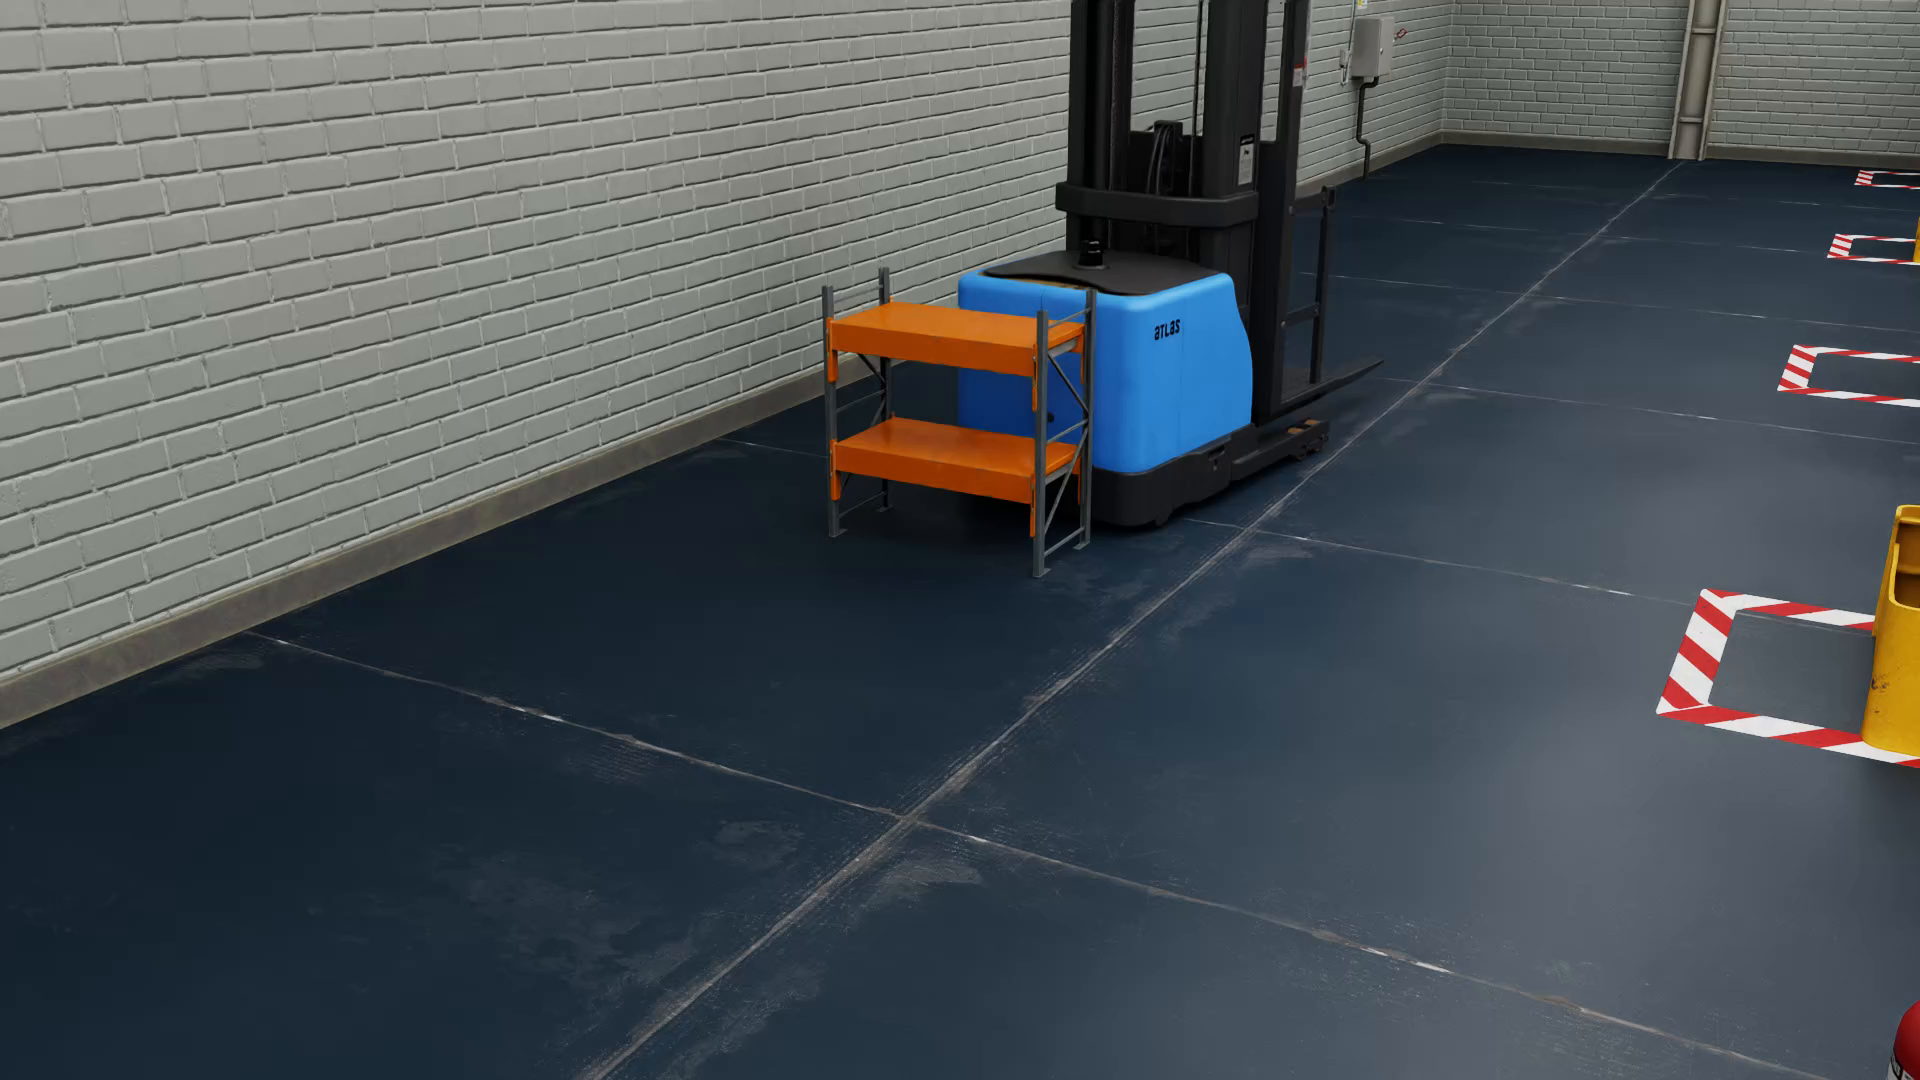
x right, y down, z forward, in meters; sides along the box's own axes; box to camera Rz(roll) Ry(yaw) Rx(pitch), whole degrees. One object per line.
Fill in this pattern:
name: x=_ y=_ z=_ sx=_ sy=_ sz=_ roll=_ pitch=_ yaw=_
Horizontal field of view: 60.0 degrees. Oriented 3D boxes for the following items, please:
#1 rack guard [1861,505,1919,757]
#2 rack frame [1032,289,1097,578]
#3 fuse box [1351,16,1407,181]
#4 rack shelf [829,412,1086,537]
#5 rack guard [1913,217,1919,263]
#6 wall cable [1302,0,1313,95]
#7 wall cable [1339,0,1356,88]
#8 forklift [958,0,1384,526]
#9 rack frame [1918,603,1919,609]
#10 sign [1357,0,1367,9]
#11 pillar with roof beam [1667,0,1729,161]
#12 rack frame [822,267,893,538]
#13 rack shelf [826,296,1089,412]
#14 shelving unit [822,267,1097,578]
rack guard: x=3.410 y=0.298 z=5.811 sx=0.348 sy=0.500 sz=1.175 roll=11 pitch=23 yaw=27
rack frame: x=0.438 y=-0.445 z=6.943 sx=0.032 sy=1.125 sz=0.500 roll=11 pitch=23 yaw=27
fuse box: x=4.482 y=-4.750 z=17.949 sx=0.414 sy=1.711 sz=0.539 roll=11 pitch=23 yaw=27
rack shelf: x=-0.006 y=-0.300 z=7.260 sx=1.000 sy=0.278 sz=0.538 roll=11 pitch=23 yaw=27
rack guard: x=8.243 y=-2.652 z=13.944 sx=0.348 sy=0.500 sz=1.175 roll=11 pitch=23 yaw=27
wall cable: x=3.330 y=-5.246 z=15.894 sx=0.123 sy=1.953 sz=0.585 roll=11 pitch=23 yaw=27
wall cable: x=4.011 y=-5.656 z=17.069 sx=0.122 sy=1.984 sz=0.588 roll=11 pitch=23 yaw=27
forklift: x=1.267 y=-1.875 z=8.237 sx=1.130 sy=2.935 sz=3.031 roll=15 pitch=25 yaw=35
rack frame: x=3.431 y=-0.873 z=5.373 sx=0.127 sy=3.000 sz=1.000 roll=11 pitch=23 yaw=27
sign: x=4.274 y=-5.761 z=17.638 sx=0.001 sy=0.242 sz=0.339 roll=11 pitch=23 yaw=27
pillar with roof beam: x=6.668 y=-7.557 z=15.002 sx=0.400 sy=9.000 sz=9.100 roll=11 pitch=23 yaw=27
rack frame: x=-0.450 y=-0.614 z=7.409 sx=0.032 sy=1.125 sz=0.500 roll=11 pitch=23 yaw=27
rack shelf: x=-0.006 y=-0.805 z=7.077 sx=1.000 sy=0.278 sz=0.538 roll=11 pitch=23 yaw=27
shelving unit: x=-0.006 y=-0.530 z=7.176 sx=1.048 sy=1.125 sz=0.538 roll=11 pitch=23 yaw=27
